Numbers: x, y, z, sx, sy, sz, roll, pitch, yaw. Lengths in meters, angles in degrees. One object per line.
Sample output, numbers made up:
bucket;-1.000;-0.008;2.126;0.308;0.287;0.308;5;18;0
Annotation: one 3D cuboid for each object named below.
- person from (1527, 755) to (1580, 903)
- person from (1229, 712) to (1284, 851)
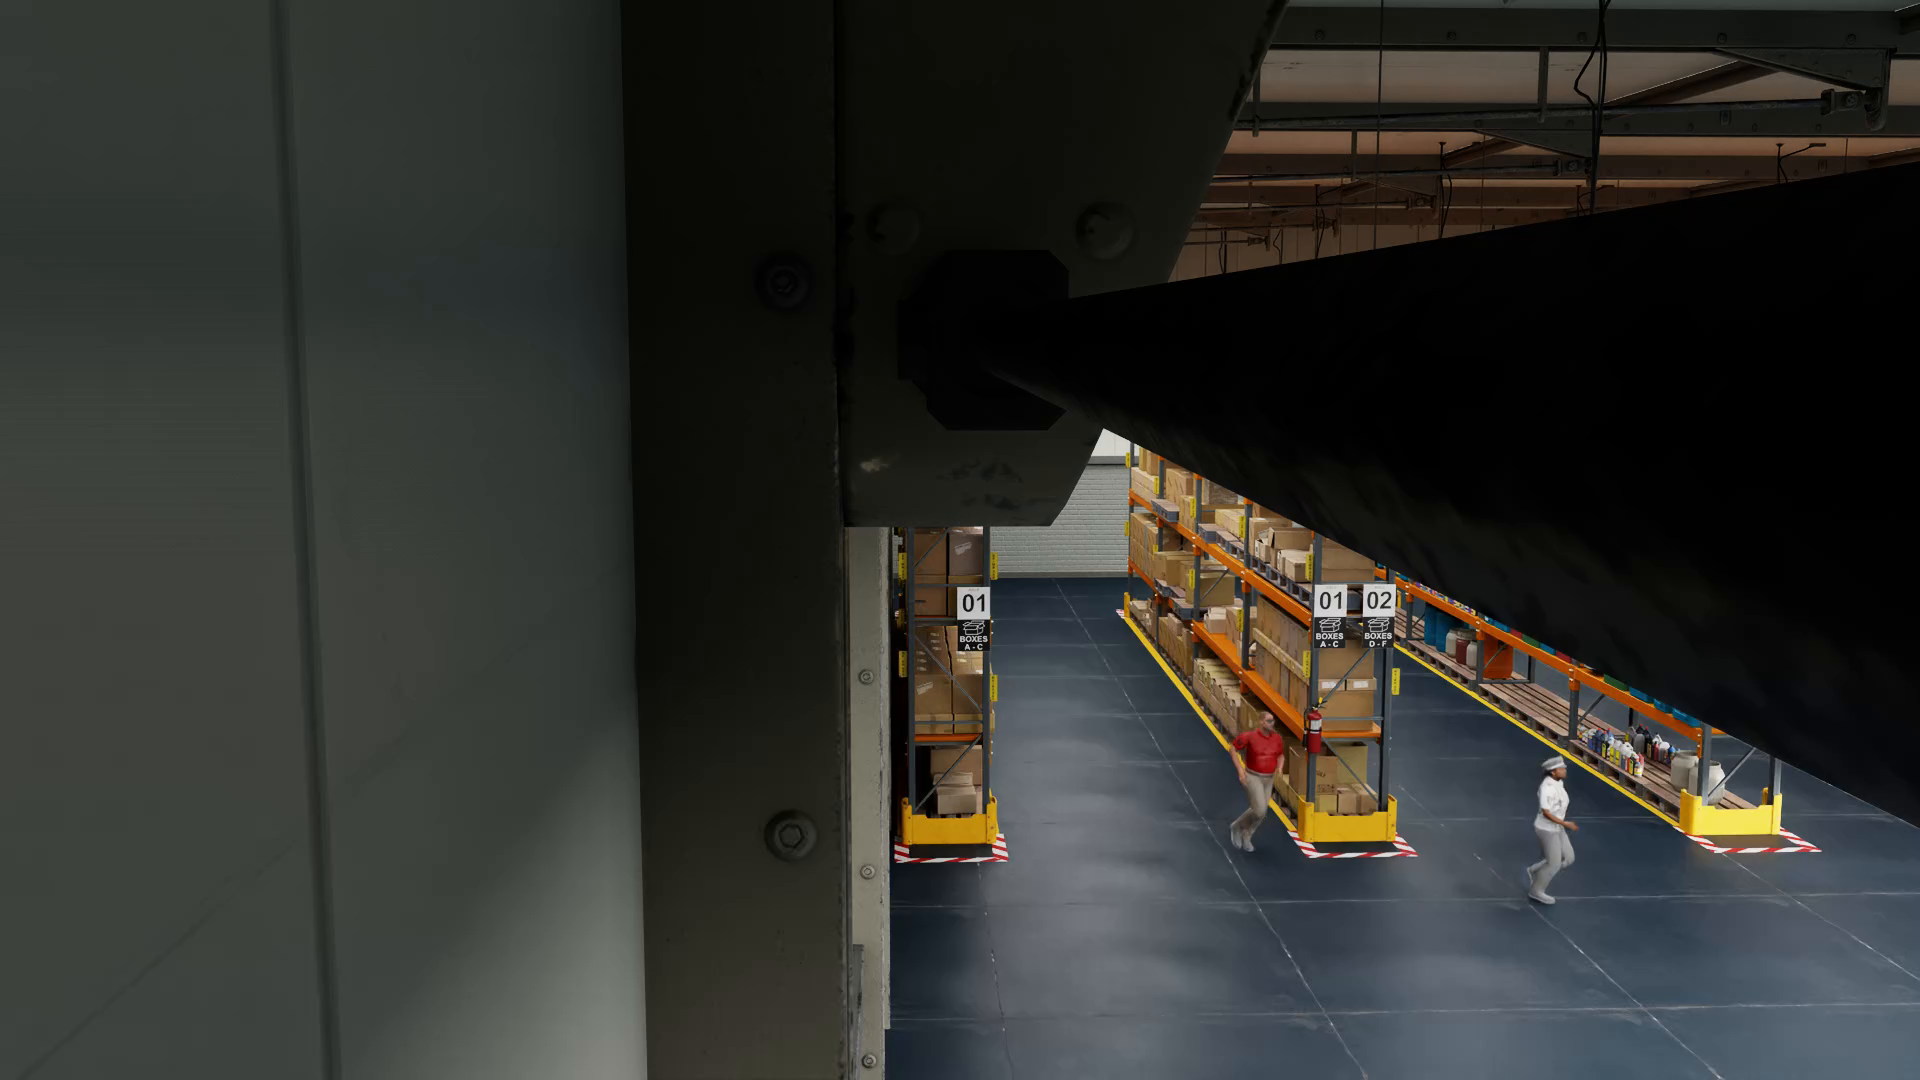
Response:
person;6.560;3.173;18.329;0.546;1.658;0.608;4;8;30
person;3.662;2.934;20.176;0.681;1.701;0.572;-4;8;-28
